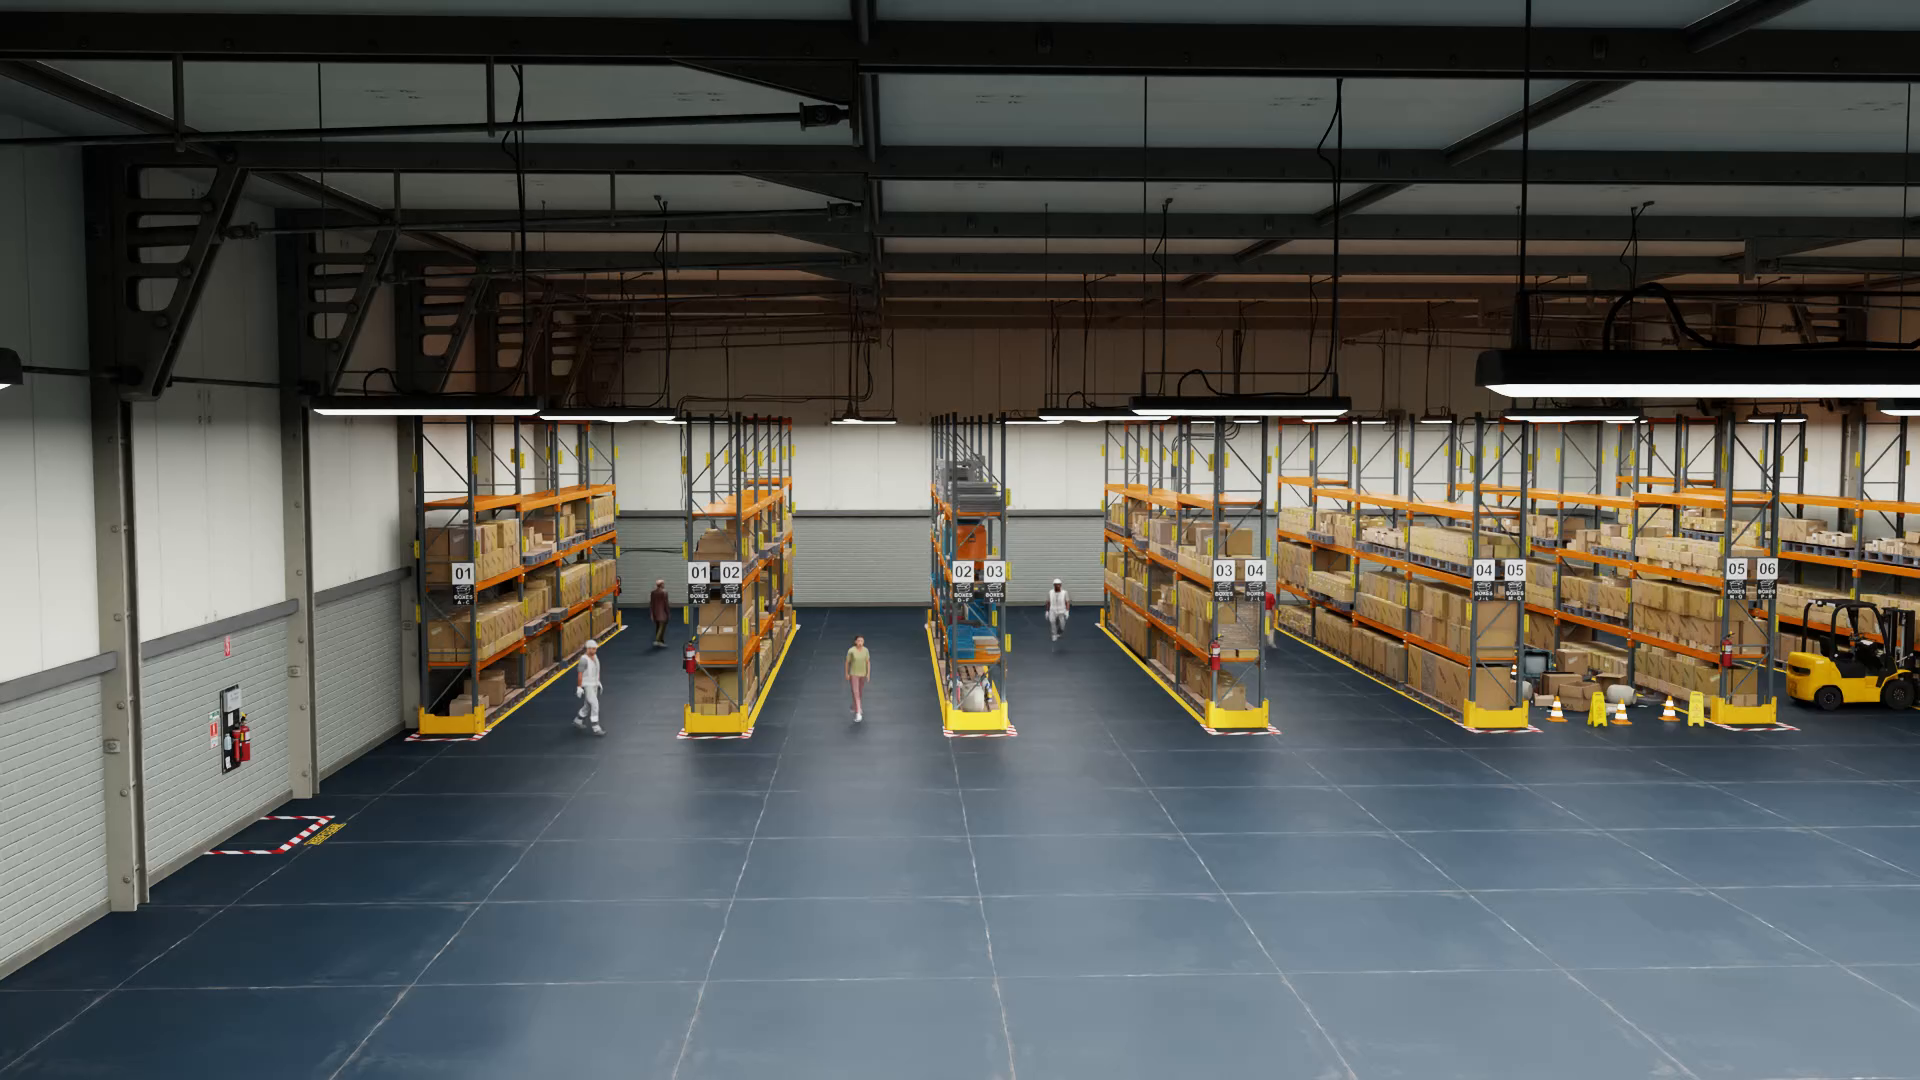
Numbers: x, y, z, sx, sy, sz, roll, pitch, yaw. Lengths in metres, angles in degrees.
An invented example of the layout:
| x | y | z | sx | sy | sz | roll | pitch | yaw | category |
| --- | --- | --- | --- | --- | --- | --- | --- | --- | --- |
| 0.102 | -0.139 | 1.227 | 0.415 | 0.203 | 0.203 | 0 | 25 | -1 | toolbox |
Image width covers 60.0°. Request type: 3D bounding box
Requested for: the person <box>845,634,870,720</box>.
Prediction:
| x | y | z | sx | sy | sz | roll | pitch | yaw | category |
| --- | --- | --- | --- | --- | --- | --- | --- | --- | --- |
| -1.985 | 2.660 | 32.670 | 0.479 | 1.626 | 0.928 | -2 | 4 | -30 | person |

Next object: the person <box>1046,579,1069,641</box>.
| x | y | z | sx | sy | sz | roll | pitch | yaw | category |
| --- | --- | --- | --- | --- | --- | --- | --- | --- | --- |
| 2.501 | 1.778 | 42.579 | 0.600 | 1.547 | 1.077 | 0 | 4 | 0 | person |

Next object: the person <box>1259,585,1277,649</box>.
| x | y | z | sx | sy | sz | roll | pitch | yaw | category |
| --- | --- | --- | --- | --- | --- | --- | --- | --- | --- |
| 7.803 | 1.972 | 42.499 | 0.587 | 1.724 | 0.532 | 0 | 4 | -1 | person |

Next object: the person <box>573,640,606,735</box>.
| x | y | z | sx | sy | sz | roll | pitch | yaw | category |
| --- | --- | --- | --- | --- | --- | --- | --- | --- | --- |
| -6.926 | 2.737 | 31.072 | 0.917 | 1.756 | 0.556 | 1 | 4 | 19 | person |

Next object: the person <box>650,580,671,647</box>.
| x | y | z | sx | sy | sz | roll | pitch | yaw | category |
| --- | --- | --- | --- | --- | --- | --- | --- | --- | --- |
| -7.760 | 1.902 | 43.131 | 0.666 | 1.737 | 1.035 | 1 | 4 | 20 | person |
